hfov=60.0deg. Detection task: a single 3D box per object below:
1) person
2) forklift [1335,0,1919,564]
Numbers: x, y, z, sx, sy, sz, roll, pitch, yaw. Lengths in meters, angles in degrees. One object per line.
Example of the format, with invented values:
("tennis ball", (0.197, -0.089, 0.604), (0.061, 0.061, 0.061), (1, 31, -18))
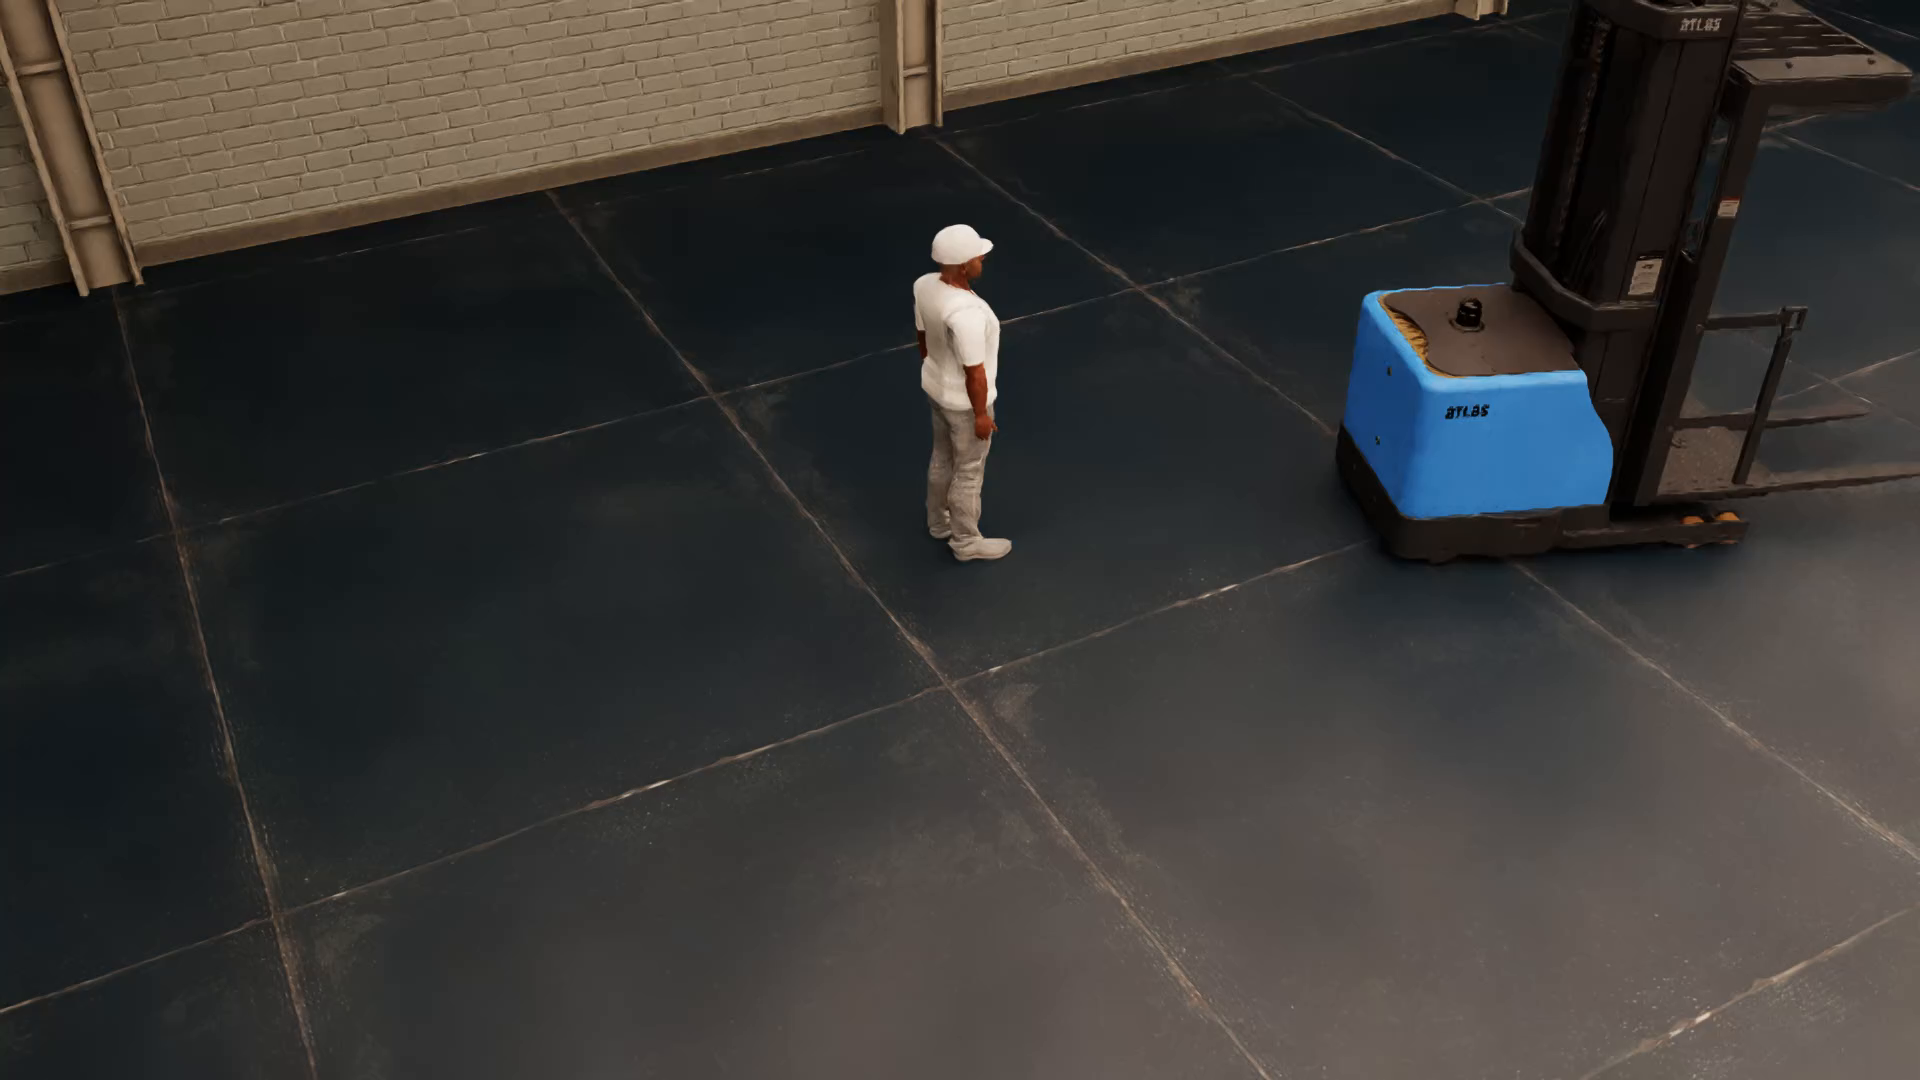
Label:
("person", (0.011, -0.726, 8.158), (0.367, 1.771, 0.559), (-17, 39, -23))
("forklift", (3.626, -1.455, 8.181), (3.031, 2.935, 1.130), (-5, 36, -6))
